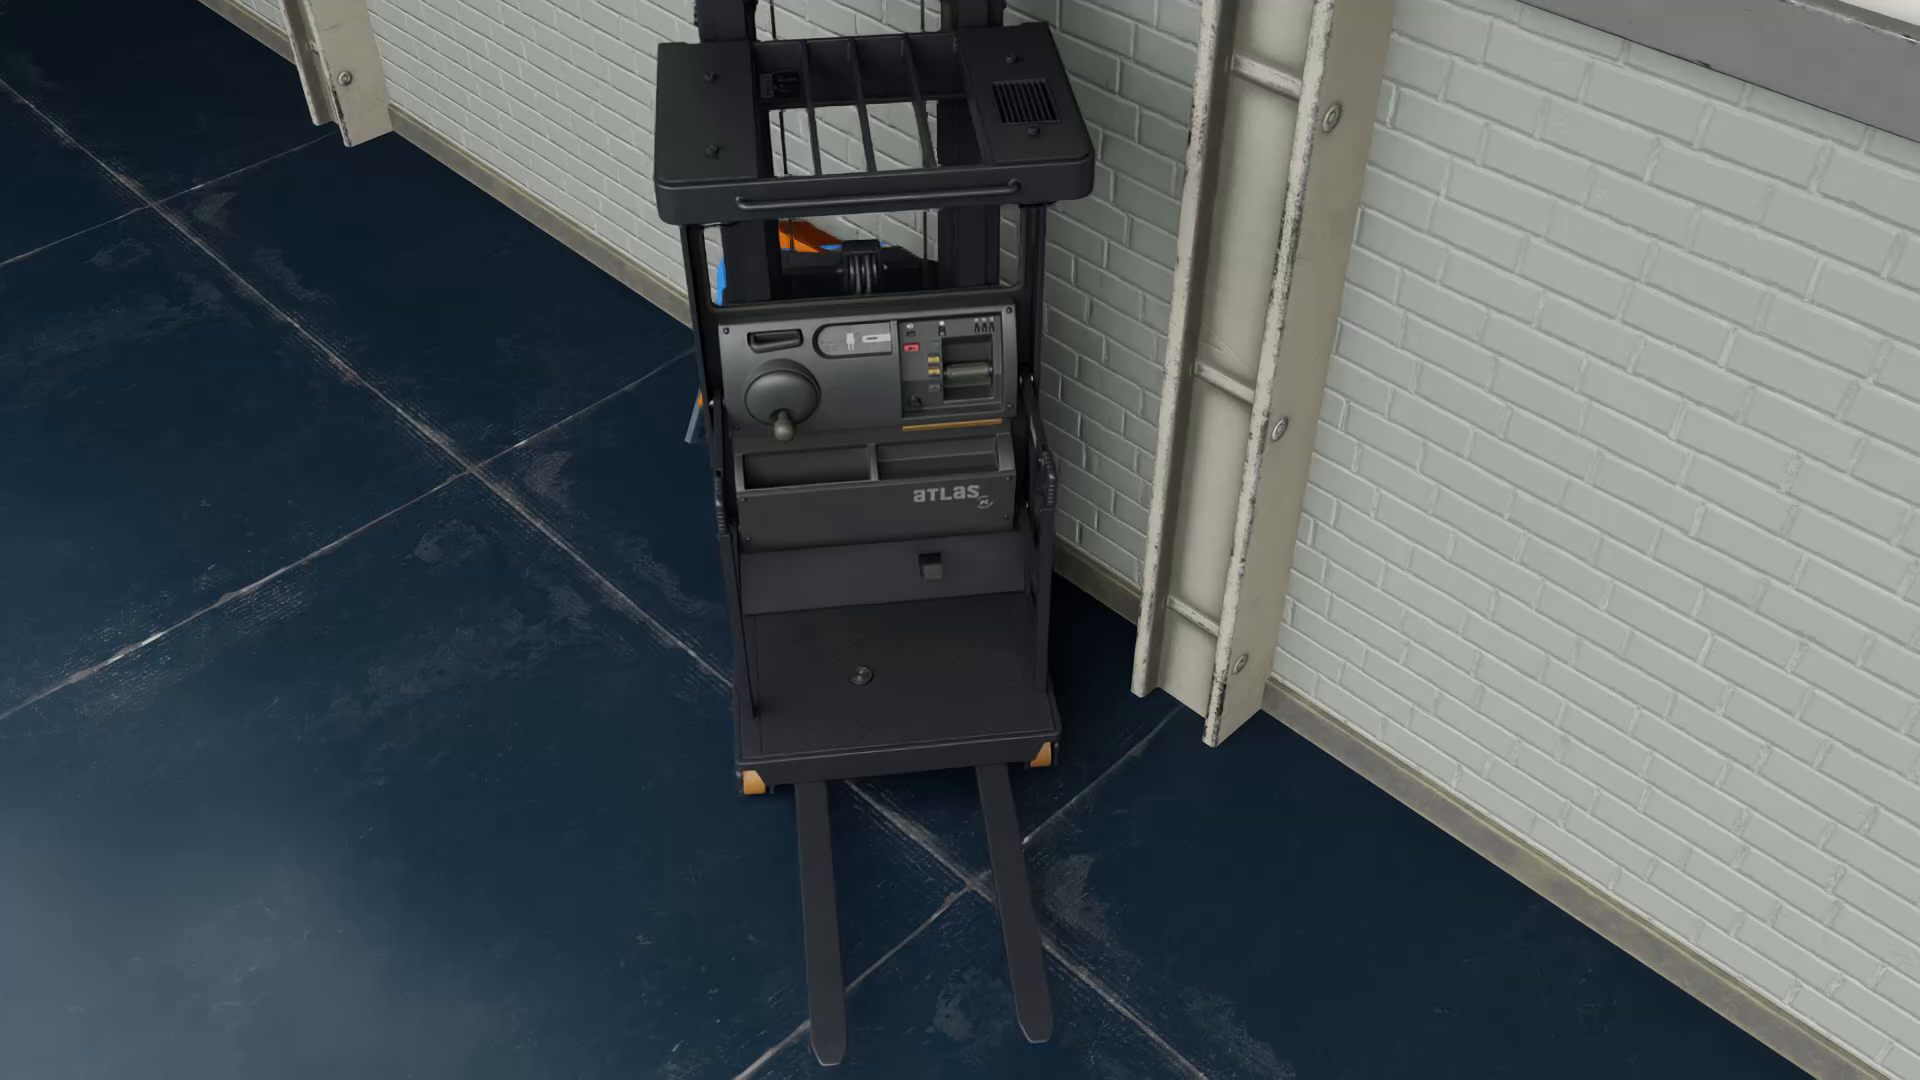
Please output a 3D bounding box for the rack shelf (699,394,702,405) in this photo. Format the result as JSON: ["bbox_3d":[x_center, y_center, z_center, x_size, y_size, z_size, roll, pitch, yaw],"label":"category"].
[{"bbox_3d":[-0.496,-0.482,6.672,1.000,0.278,0.538,31,23,29],"label":"rack shelf"}]

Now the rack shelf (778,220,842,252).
[{"bbox_3d":[-0.330,-0.959,6.490,1.000,0.278,0.538,31,23,29],"label":"rack shelf"}]

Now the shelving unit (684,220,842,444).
[{"bbox_3d":[-0.420,-0.699,6.589,1.048,1.125,0.538,31,23,29],"label":"shelving unit"}]

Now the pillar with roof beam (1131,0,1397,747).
[{"bbox_3d":[-2.172,-0.666,0.840,9.100,9.000,0.400,-34,53,-31],"label":"pillar with roof beam"}]

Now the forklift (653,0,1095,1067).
[{"bbox_3d":[-0.254,-0.446,5.073,1.130,2.935,3.031,-5,43,-5],"label":"forklift"}]

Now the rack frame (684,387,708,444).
[{"bbox_3d":[-0.801,-0.927,6.837,0.032,1.125,0.500,31,23,29],"label":"rack frame"}]

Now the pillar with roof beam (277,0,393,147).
[{"bbox_3d":[-6.409,-3.549,3.960,9.100,9.000,0.400,-34,53,-31],"label":"pillar with roof beam"}]
